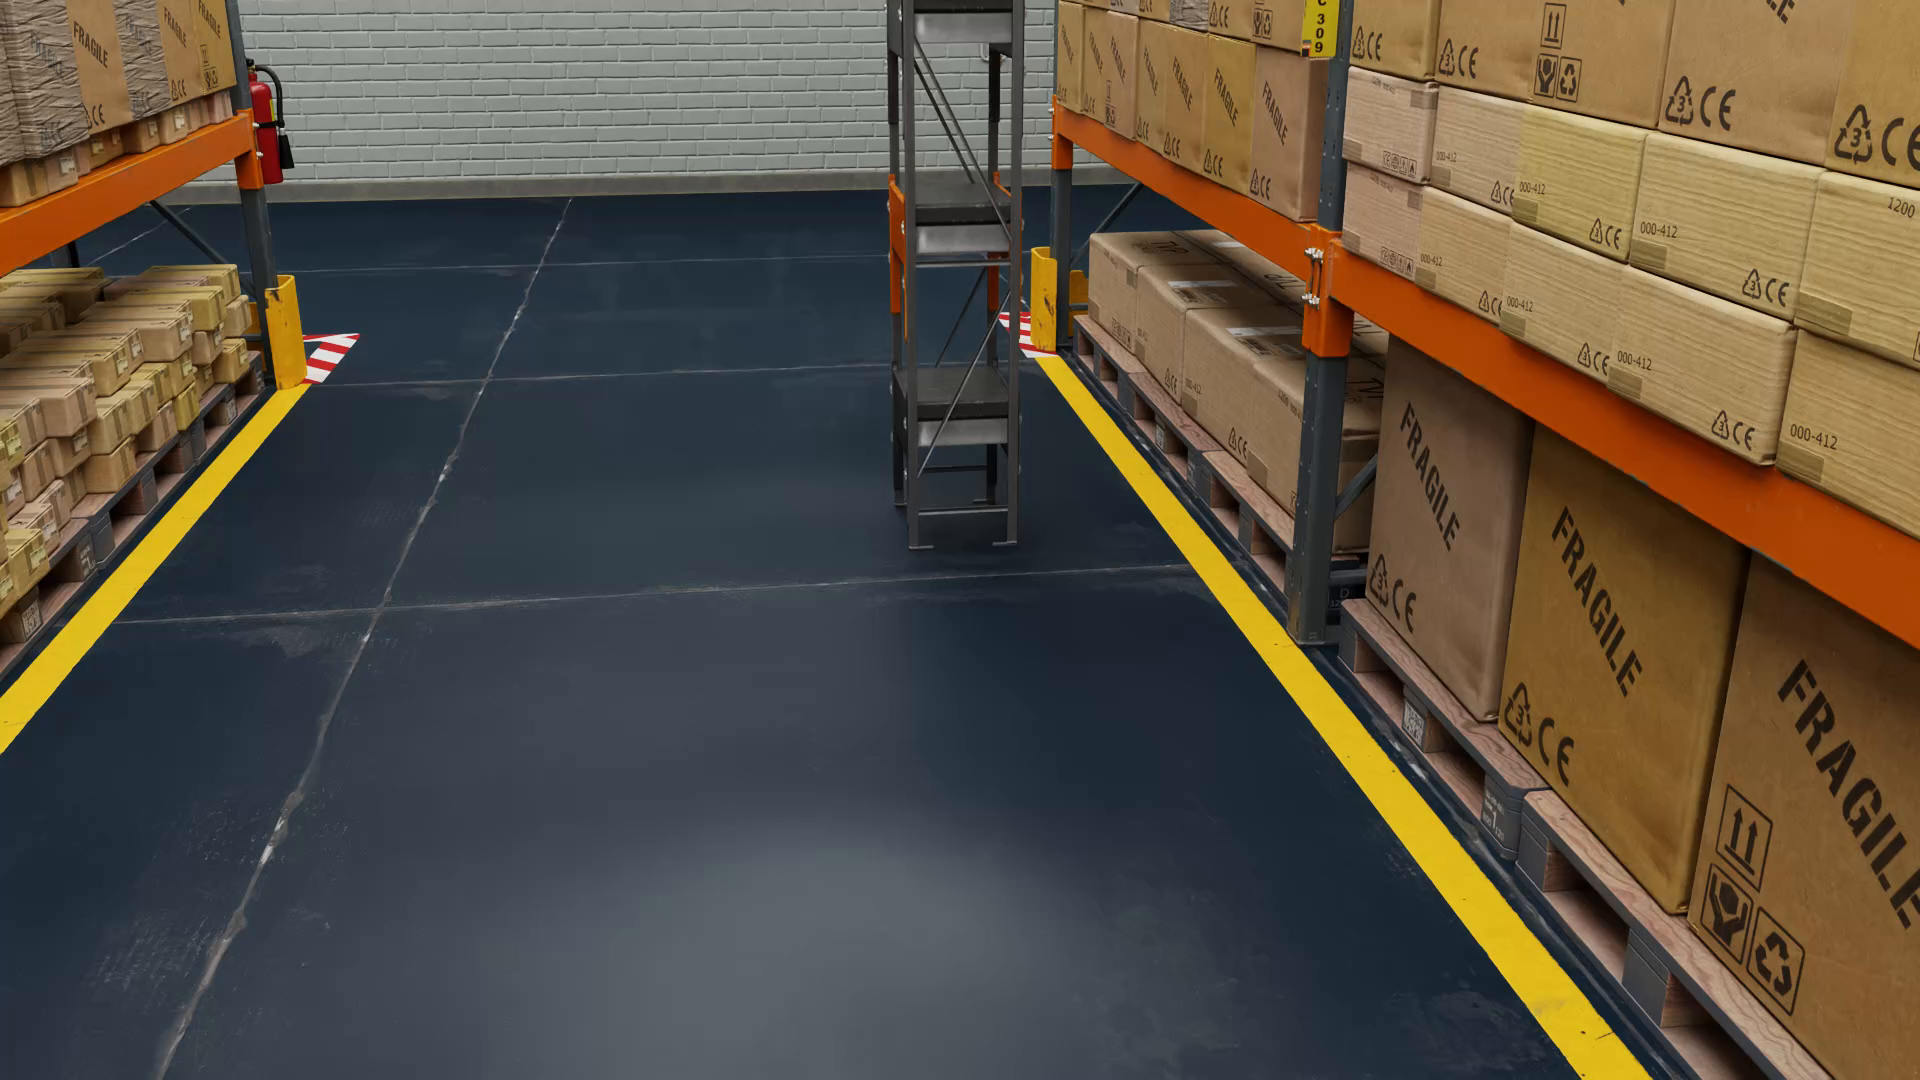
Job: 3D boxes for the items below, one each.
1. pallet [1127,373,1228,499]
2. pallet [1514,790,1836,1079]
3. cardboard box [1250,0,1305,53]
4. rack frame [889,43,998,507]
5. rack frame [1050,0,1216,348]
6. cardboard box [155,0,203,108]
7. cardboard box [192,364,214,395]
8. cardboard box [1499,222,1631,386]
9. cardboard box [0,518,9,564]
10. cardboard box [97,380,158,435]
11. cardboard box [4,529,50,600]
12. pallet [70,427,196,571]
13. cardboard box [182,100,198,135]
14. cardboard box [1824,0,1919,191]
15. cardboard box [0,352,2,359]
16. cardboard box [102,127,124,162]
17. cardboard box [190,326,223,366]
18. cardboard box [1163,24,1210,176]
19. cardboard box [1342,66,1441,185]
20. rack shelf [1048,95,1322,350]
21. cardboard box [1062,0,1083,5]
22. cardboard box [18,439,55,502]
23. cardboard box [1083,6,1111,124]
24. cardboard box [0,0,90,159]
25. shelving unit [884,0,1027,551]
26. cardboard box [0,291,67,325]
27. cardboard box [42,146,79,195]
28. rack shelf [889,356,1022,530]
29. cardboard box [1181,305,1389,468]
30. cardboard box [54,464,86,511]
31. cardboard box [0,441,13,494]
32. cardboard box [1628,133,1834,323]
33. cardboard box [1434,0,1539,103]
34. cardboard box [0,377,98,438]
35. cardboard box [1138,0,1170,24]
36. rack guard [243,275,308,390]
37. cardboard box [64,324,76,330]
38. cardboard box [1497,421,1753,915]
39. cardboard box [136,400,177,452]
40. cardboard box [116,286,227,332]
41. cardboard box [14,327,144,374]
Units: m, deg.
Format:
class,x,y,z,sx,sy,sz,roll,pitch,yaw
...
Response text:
class,x,y,z,sx,sy,sz,roll,pitch,yaw
pallet,1.351,-0.491,7.229,1.003,0.211,1.213,-3,21,-8
pallet,1.927,0.886,3.542,1.003,0.211,1.213,-3,21,-8
cardboard box,1.221,-1.771,5.100,0.500,0.500,0.500,-3,21,-8
rack frame,-0.059,-1.125,6.228,0.400,2.100,0.015,-3,21,-8
rack frame,0.986,-2.492,8.600,1.000,3.000,0.127,-3,21,-8
cardboard box,-3.509,-2.072,6.909,0.500,0.500,0.500,-3,21,-9
cardboard box,-3.526,-0.717,7.323,0.380,0.149,0.250,-3,21,-8
cardboard box,1.499,-0.514,3.518,0.500,0.250,0.500,-3,21,-8
cardboard box,-3.057,0.036,4.883,0.380,0.149,0.250,-2,21,-5
cardboard box,-3.290,-0.497,6.309,0.380,0.149,0.250,-3,21,-7
cardboard box,-3.094,0.082,5.183,0.380,0.149,0.250,-2,21,-6
pallet,-3.632,-0.170,6.369,1.003,0.211,1.213,-3,21,-8
cardboard box,-3.521,-1.817,7.152,0.380,0.149,0.250,-3,21,-8
cardboard box,1.659,-0.752,2.372,0.500,0.500,0.500,-3,21,-8
cardboard box,-3.949,-0.694,6.411,0.380,0.149,0.250,-3,21,-7
cardboard box,-3.473,-1.540,6.412,0.380,0.149,0.250,-4,21,-10
cardboard box,-3.463,-0.859,7.279,0.380,0.149,0.250,-4,21,-10
cardboard box,1.076,-1.653,6.211,0.500,0.500,0.500,-3,21,-9
cardboard box,1.347,-1.104,4.385,0.500,0.250,0.500,-4,21,-9
rack shelf,1.274,-1.462,6.872,1.077,0.370,4.000,-3,21,-8
cardboard box,0.773,-2.826,7.925,0.500,0.500,0.500,-3,21,-9
cardboard box,-3.289,-0.224,5.577,0.380,0.149,0.250,-4,21,-11
cardboard box,0.871,-2.184,7.634,0.500,0.500,0.500,-3,21,-9
cardboard box,-3.259,-1.540,5.483,0.500,0.500,0.500,-3,21,-9
shelving unit,-0.024,-1.041,6.002,0.431,2.100,0.503,-3,21,-8
cardboard box,-4.090,-0.965,7.138,0.380,0.149,0.250,-3,21,-8
cardboard box,-3.276,-1.273,5.695,0.380,0.149,0.250,-2,21,-5
rack shelf,-0.024,-0.372,6.252,0.431,0.518,0.480,-3,21,-8
cardboard box,1.448,-0.636,6.694,0.875,0.438,0.875,-4,21,-9
cardboard box,-3.341,-0.178,5.880,0.380,0.149,0.250,-4,21,-10
cardboard box,-3.147,-0.190,5.062,0.380,0.149,0.250,-2,21,-5
cardboard box,1.571,-0.574,2.966,0.500,0.250,0.500,-4,21,-9
cardboard box,1.442,-1.280,3.785,0.500,0.500,0.500,-3,21,-8
cardboard box,-3.248,-0.457,5.776,0.380,0.149,0.250,-2,21,-7
cardboard box,1.009,-2.297,6.508,0.500,0.500,0.500,-3,21,-8
rack guard,-3.887,-1.010,8.205,1.175,0.500,0.348,-3,21,-8
cardboard box,-3.970,-0.835,7.215,0.380,0.149,0.250,-3,21,-7
cardboard box,1.869,0.215,3.790,0.875,0.875,0.875,-2,21,-6
cardboard box,-3.359,-0.451,6.611,0.380,0.149,0.250,-3,21,-7
cardboard box,-3.428,-1.003,7.239,0.380,0.149,0.250,-3,21,-9
cardboard box,-3.432,-0.723,6.490,0.380,0.149,0.250,-4,21,-10
